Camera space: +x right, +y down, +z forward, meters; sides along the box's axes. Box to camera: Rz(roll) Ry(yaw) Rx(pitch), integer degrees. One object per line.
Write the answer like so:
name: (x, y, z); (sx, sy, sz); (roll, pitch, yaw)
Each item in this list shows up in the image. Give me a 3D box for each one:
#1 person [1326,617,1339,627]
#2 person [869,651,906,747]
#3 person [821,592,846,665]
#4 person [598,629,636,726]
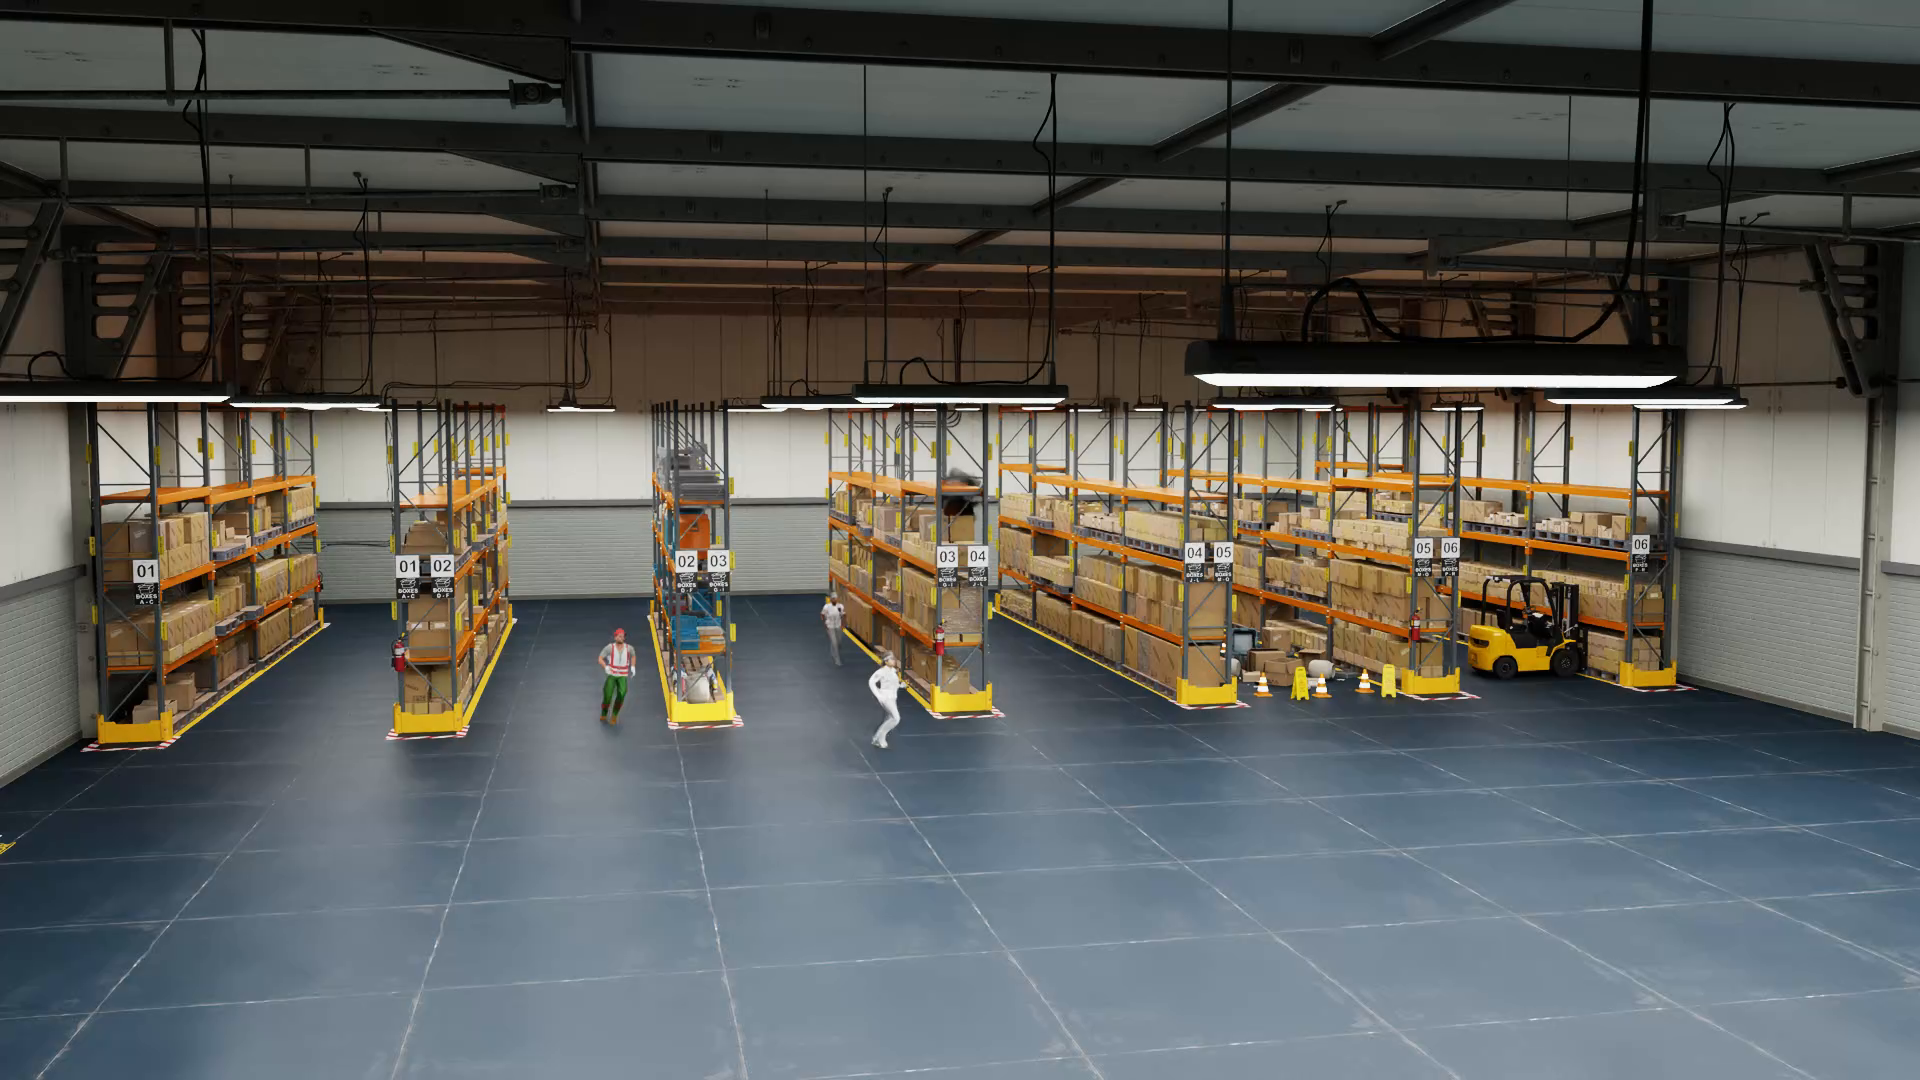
person: (9.665, 1.584, 43.053); (0.687, 1.789, 1.054); (-1, 4, -9)
person: (-1.218, 2.736, 28.549); (0.603, 1.659, 0.612); (2, 5, 26)
person: (-2.912, 2.020, 38.320); (0.599, 1.673, 0.697); (-1, 4, -14)
person: (-6.336, 2.534, 30.790); (0.718, 1.786, 0.668); (-1, 5, -19)
